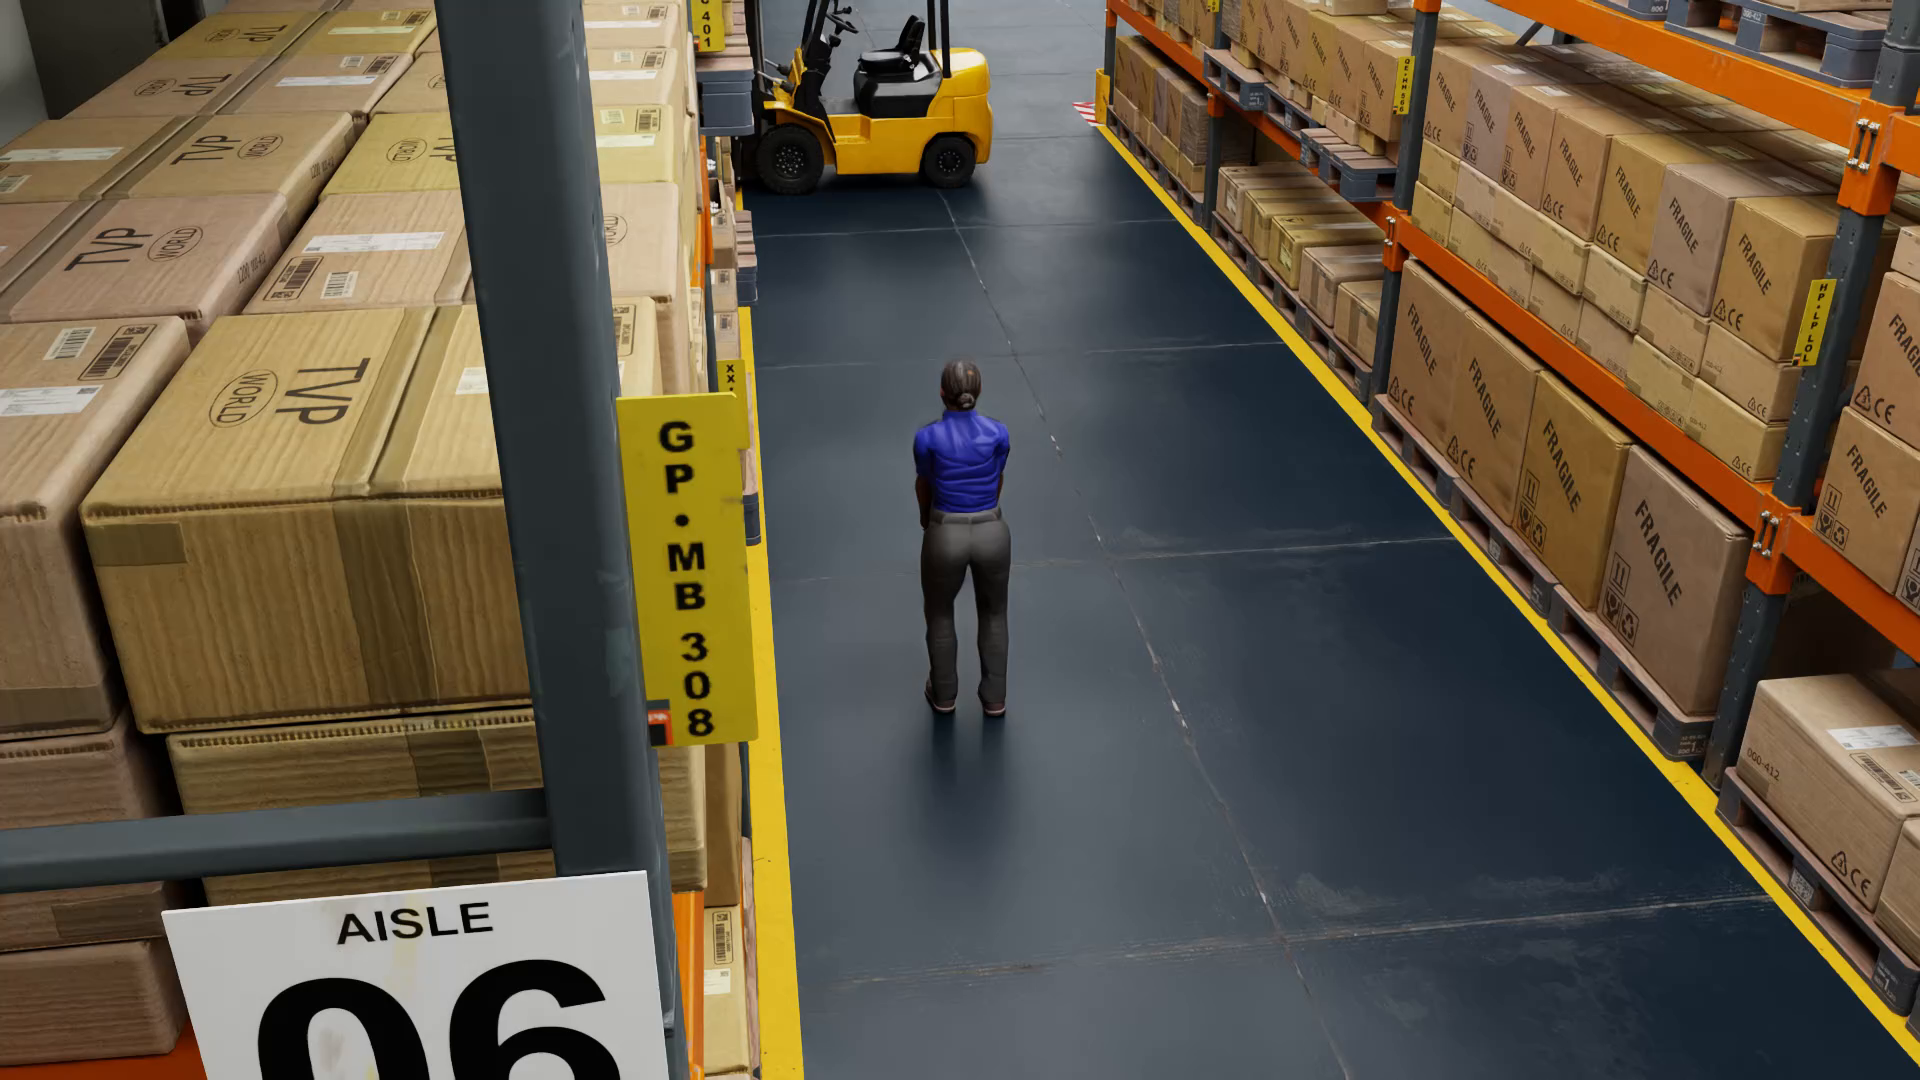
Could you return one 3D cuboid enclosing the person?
[{"bbox_3d":[0.000,-0.021,7.182,0.413,1.652,0.521,-4,28,-8],"label":"person"}]
